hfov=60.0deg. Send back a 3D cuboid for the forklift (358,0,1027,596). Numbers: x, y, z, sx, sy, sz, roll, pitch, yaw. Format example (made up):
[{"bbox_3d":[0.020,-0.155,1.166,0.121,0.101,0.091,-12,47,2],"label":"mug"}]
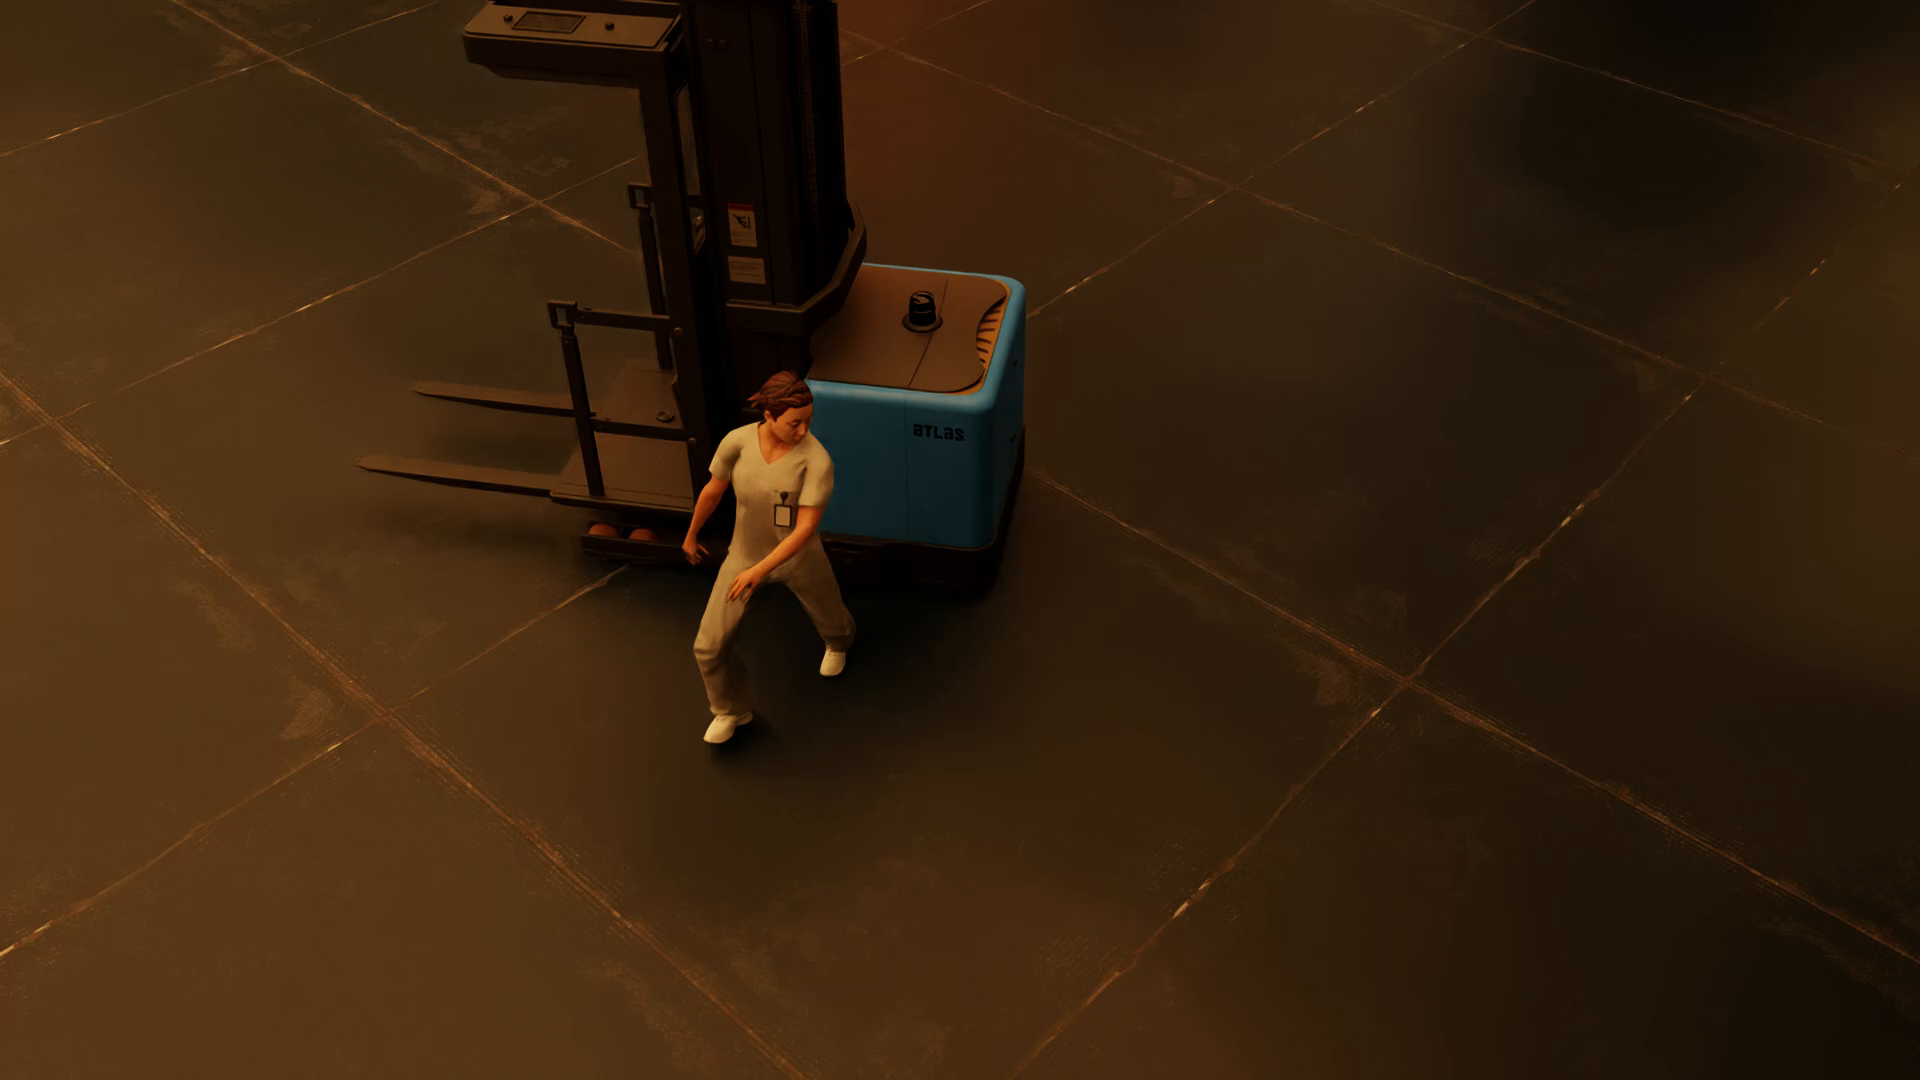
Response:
[{"bbox_3d":[-1.258,-1.330,6.979,3.031,2.935,1.130,7,41,8],"label":"forklift"}]

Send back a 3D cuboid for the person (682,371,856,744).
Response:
[{"bbox_3d":[-0.762,0.059,6.408,0.644,1.582,0.823,4,41,4],"label":"person"}]
